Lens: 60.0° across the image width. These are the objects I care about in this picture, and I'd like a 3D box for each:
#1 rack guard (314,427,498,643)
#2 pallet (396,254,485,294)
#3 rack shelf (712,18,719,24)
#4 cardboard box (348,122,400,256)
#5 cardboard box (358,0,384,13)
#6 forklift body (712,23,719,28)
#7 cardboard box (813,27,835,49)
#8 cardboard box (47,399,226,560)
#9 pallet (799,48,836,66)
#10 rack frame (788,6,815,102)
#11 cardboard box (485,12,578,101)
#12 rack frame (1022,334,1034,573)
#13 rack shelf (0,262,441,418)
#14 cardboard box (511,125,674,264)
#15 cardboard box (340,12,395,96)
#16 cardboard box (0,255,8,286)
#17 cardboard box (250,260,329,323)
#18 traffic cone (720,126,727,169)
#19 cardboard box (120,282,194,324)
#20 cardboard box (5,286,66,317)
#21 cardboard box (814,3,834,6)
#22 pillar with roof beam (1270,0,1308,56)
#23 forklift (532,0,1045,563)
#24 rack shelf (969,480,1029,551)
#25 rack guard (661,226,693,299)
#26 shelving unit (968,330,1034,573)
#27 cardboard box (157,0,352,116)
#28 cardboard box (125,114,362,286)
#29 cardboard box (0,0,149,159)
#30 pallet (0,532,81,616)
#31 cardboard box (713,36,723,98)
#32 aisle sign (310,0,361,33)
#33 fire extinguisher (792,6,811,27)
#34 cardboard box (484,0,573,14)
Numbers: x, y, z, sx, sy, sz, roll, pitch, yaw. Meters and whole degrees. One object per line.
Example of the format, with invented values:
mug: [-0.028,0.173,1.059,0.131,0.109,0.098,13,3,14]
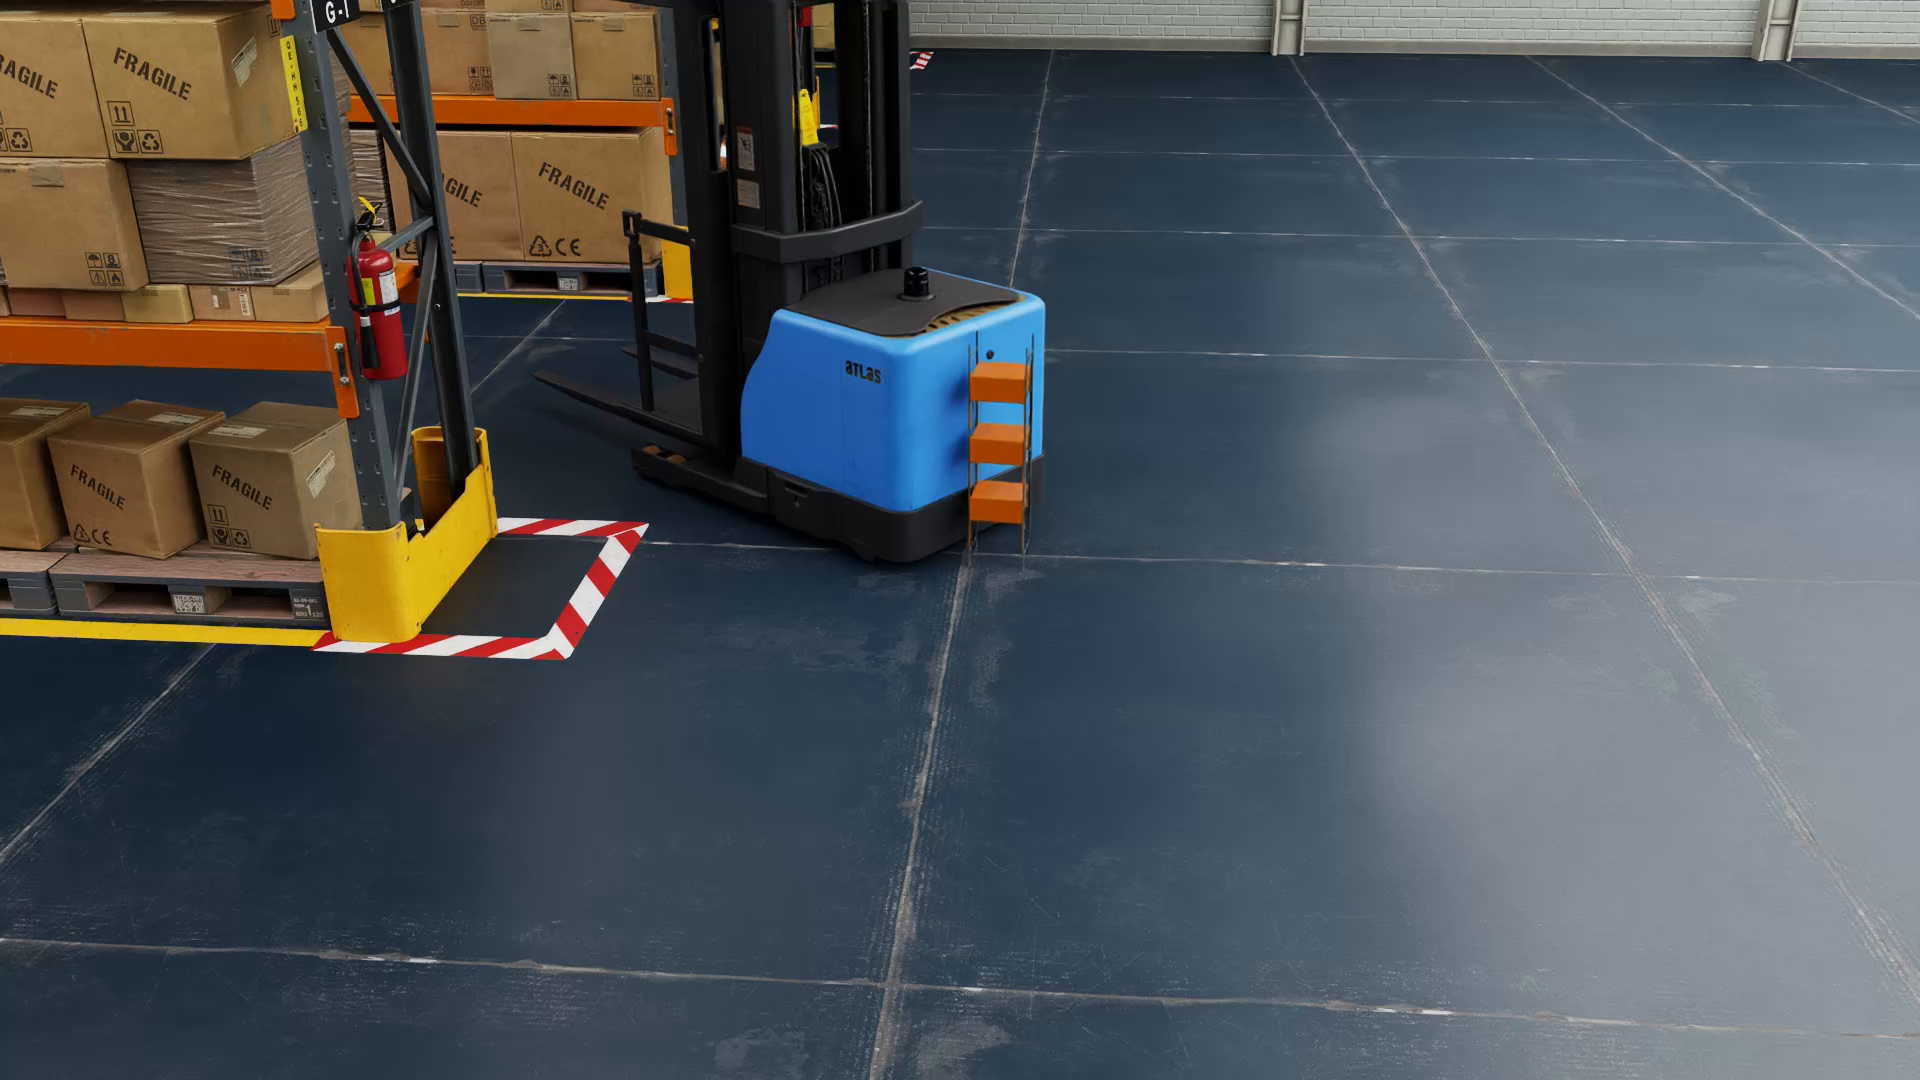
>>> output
rack guard: [-2.386,-0.051,7.262,0.348,0.500,1.175,2,25,4]
pallet: [-3.846,-2.014,11.874,1.213,0.211,1.003,2,25,4]
rack shelf: [-3.545,-5.051,16.000,4.000,0.370,1.077,2,25,4]
cardboard box: [-4.297,-2.525,11.688,0.875,0.875,0.875,2,25,4]
cardboard box: [-3.838,-3.851,11.059,0.500,0.550,0.875,2,25,4]
forklift body: [-3.205,-6.298,18.863,1.214,2.155,2.313,2,25,4]
cardboard box: [-1.668,-6.208,20.440,0.500,0.250,0.500,2,25,4]
cardboard box: [-3.530,-0.271,7.238,0.500,0.500,0.500,8,26,18]
pallet: [-1.941,-6.123,20.805,1.213,0.211,1.003,2,25,4]
rack frame: [-1.551,-5.314,15.710,0.127,3.000,1.000,2,25,4]
cardboard box: [-2.753,-3.317,11.191,0.550,0.550,0.875,2,25,4]
rack frame: [0.298,-0.372,7.303,0.008,1.050,0.200,4,25,10]
rack shelf: [-4.304,-0.921,7.023,4.000,0.370,1.077,2,25,4]
cardboard box: [-2.511,-2.467,11.563,0.875,0.875,0.875,2,25,4]
cardboard box: [-3.833,-3.387,11.344,0.500,0.550,0.875,2,25,4]
cardboard box: [-3.859,-1.393,6.714,0.500,0.500,0.875,2,25,4]
cardboard box: [-2.610,-0.993,6.619,0.250,0.149,0.380,2,25,4]
traffic cone: [-2.079,-3.638,15.102,0.334,0.463,0.336,2,25,4]
cardboard box: [-3.112,-0.987,6.608,0.250,0.149,0.380,2,25,4]
cardboard box: [-3.606,-1.027,6.694,0.250,0.149,0.380,2,25,4]
cardboard box: [-1.658,-6.664,20.234,0.500,0.250,0.500,3,25,6]
pillar with roof beam: [3.853,-8.520,15.501,0.400,9.000,9.100,2,25,4]
forklift: [-1.027,-1.733,8.009,3.031,2.935,1.130,21,32,37]
rack shelf: [0.178,-0.120,7.444,0.240,0.259,0.215,4,25,10]
rack guard: [-1.805,-2.111,11.740,0.348,0.500,1.175,2,25,4]
shelving unit: [0.178,-0.382,7.324,0.252,1.050,0.215,4,25,10]
cardboard box: [-2.837,-1.950,6.727,0.500,0.500,0.500,2,25,4]
cardboard box: [-2.856,-1.393,6.714,0.500,0.500,0.875,2,25,4]
cardboard box: [-3.376,-1.747,6.286,0.500,0.500,0.500,2,25,4]
pallet: [-4.406,0.000,7.498,1.213,0.211,1.003,2,25,4]
cardboard box: [-2.370,-4.513,15.860,0.500,0.500,0.500,2,25,4]
aisle sign: [-2.271,-2.238,5.914,0.004,0.787,0.394,2,25,4]
fire extinguisher: [-1.472,-5.083,15.301,0.183,0.674,0.296,2,25,4]
cardboard box: [-2.752,-3.814,10.978,0.550,0.550,0.875,2,25,4]
